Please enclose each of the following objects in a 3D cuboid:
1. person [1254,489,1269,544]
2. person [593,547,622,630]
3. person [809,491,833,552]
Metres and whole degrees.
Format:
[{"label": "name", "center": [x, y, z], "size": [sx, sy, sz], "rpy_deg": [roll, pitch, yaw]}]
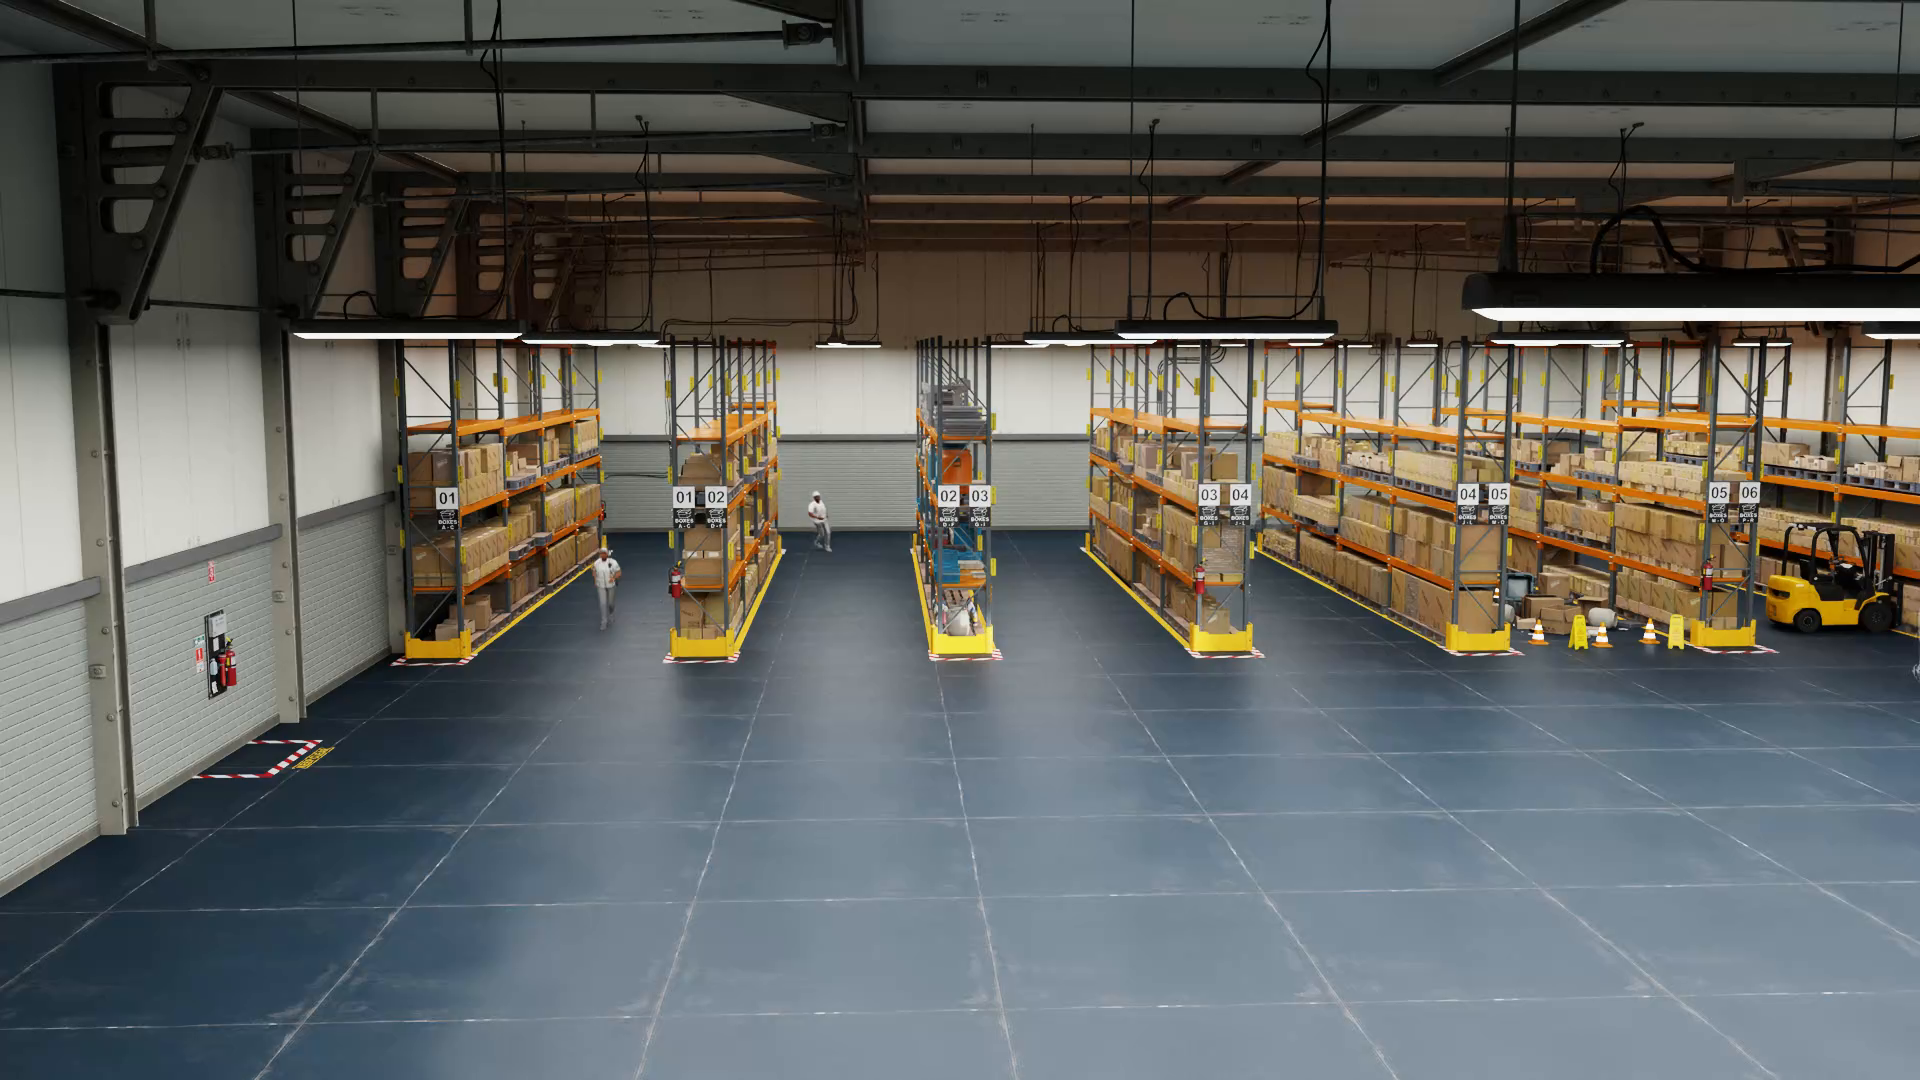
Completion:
[{"label": "person", "center": [9.009, -0.692, 49.146], "size": [0.679, 1.717, 0.749], "rpy_deg": [2, 7, 14]}, {"label": "person", "center": [-7.306, 0.974, 34.421], "size": [0.599, 1.661, 0.821], "rpy_deg": [-1, 7, -6]}, {"label": "person", "center": [-4.038, -0.525, 47.529], "size": [0.725, 1.745, 0.710], "rpy_deg": [6, 9, 42]}]
